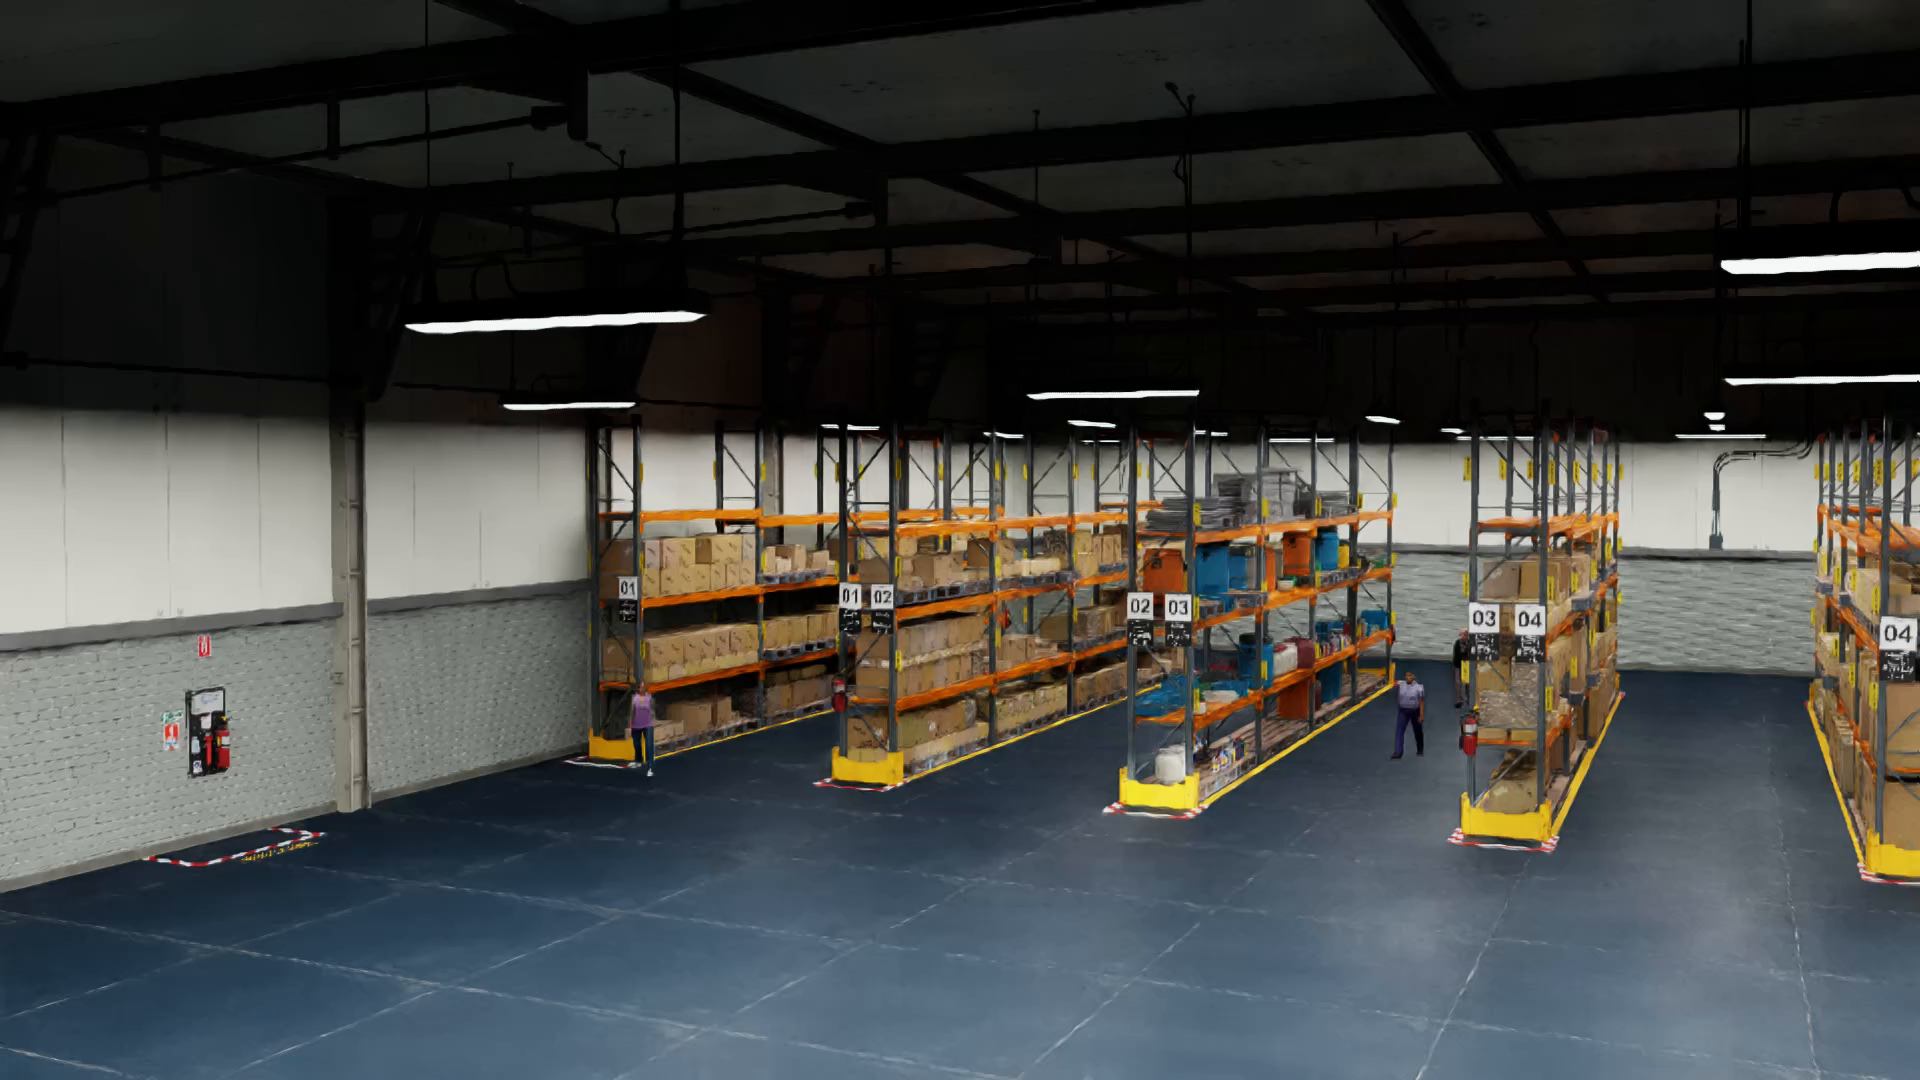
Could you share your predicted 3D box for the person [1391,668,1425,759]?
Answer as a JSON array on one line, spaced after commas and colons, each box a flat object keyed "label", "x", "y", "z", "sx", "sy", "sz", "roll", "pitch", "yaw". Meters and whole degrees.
[{"label": "person", "x": 7.856, "y": 3.010, "z": 28.978, "sx": 0.481, "sy": 1.565, "sz": 1.085, "roll": 1, "pitch": 3, "yaw": 28}]

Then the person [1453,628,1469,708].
[{"label": "person", "x": 10.757, "y": 2.705, "z": 35.390, "sx": 0.553, "sy": 1.659, "sz": 1.030, "roll": 1, "pitch": 3, "yaw": 24}]

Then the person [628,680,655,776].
[{"label": "person", "x": -5.280, "y": 3.080, "z": 27.493, "sx": 0.488, "sy": 1.562, "sz": 0.862, "roll": 0, "pitch": 2, "yaw": -3}]
